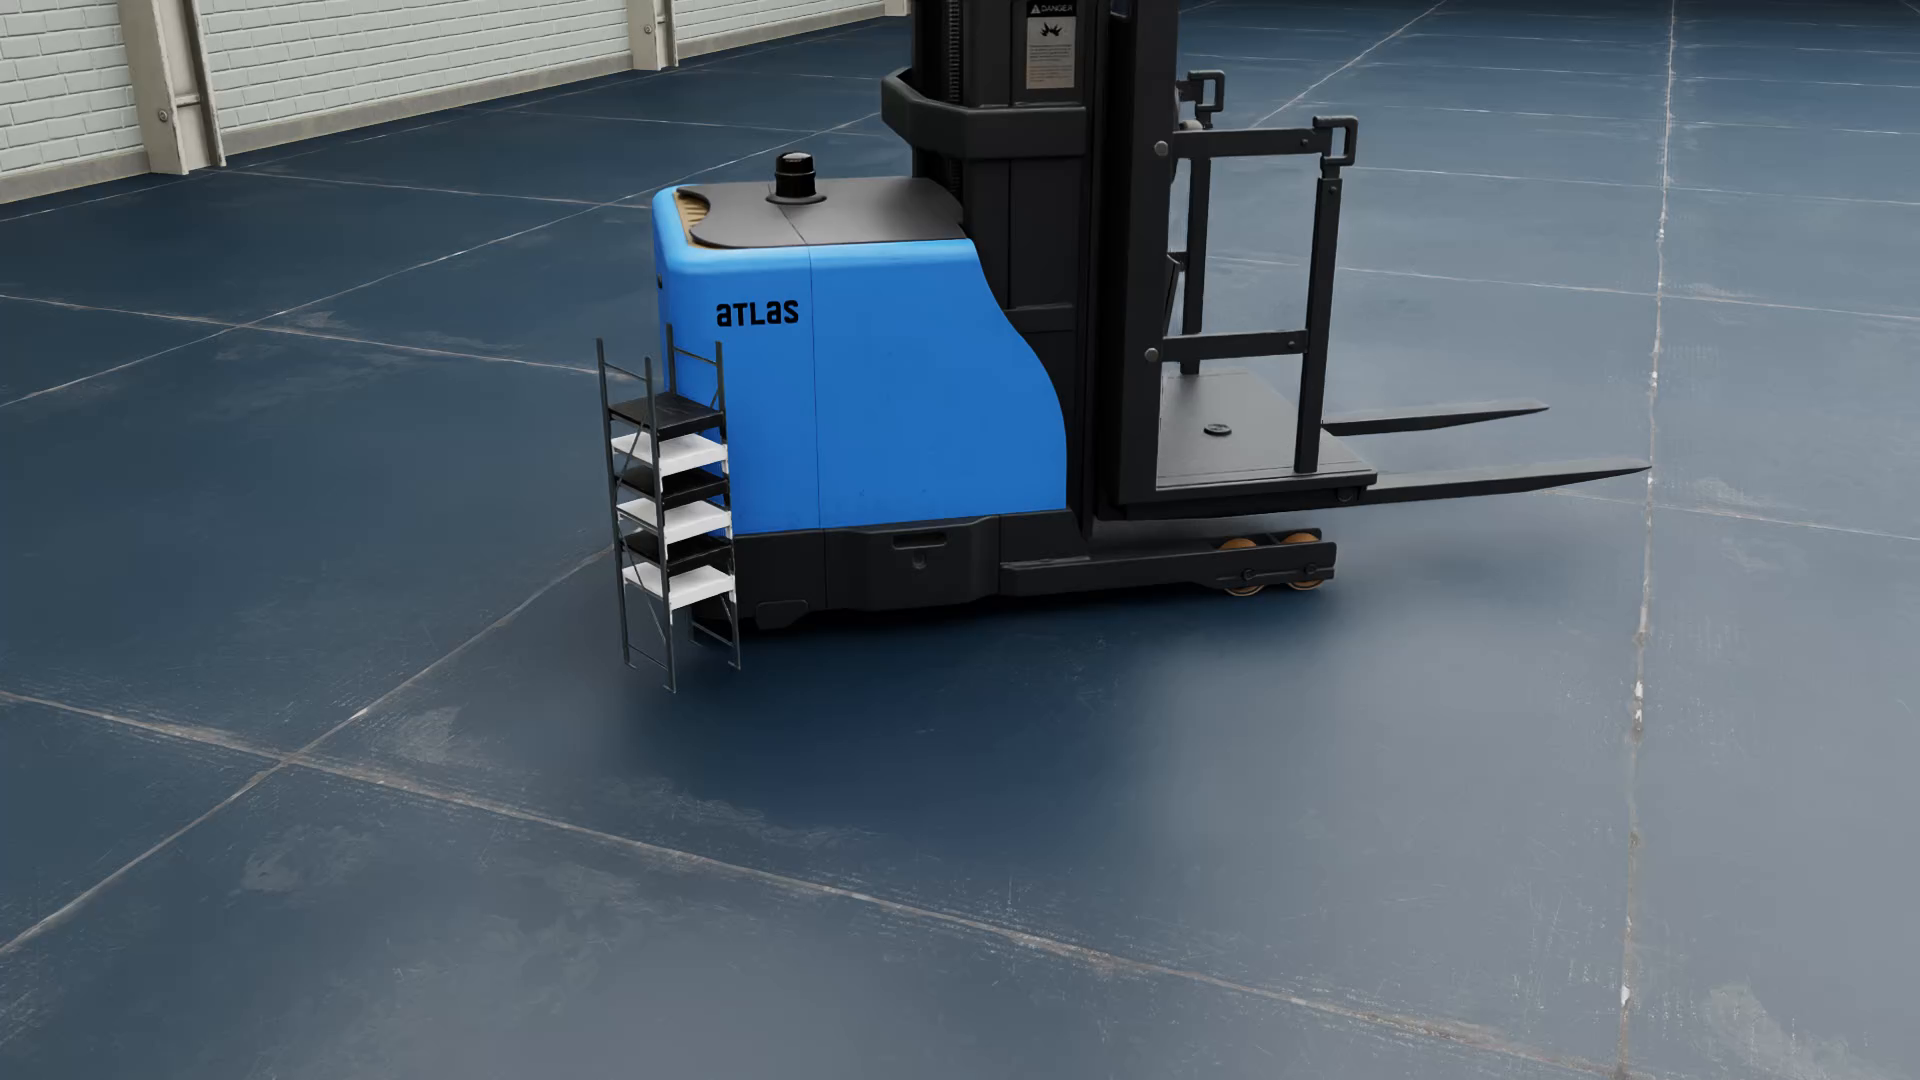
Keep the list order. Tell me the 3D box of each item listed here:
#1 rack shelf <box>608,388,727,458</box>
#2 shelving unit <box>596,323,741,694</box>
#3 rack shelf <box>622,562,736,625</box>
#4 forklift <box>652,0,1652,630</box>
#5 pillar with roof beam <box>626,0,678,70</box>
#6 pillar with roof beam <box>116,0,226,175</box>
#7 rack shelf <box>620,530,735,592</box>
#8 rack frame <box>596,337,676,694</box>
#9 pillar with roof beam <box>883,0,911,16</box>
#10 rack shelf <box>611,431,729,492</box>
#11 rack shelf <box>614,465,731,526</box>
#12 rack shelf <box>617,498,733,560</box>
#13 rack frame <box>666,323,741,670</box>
[{"bbox_3d":[-0.742,-0.296,4.178,0.200,0.077,0.258,-19,30,-39],"label":"rack shelf"},{"bbox_3d":[-0.742,-0.078,4.269,0.210,0.900,0.258,-19,30,-39],"label":"shelving unit"},{"bbox_3d":[-0.742,0.119,4.351,0.200,0.077,0.258,-19,30,-39],"label":"rack shelf"},{"bbox_3d":[0.630,-1.381,4.754,3.031,2.935,1.130,-5,23,-11],"label":"forklift"},{"bbox_3d":[0.982,-8.206,13.221,9.100,9.000,0.400,9,24,20],"label":"pillar with roof beam"},{"bbox_3d":[-1.247,-6.059,8.080,9.100,9.000,0.400,9,24,20],"label":"pillar with roof beam"},{"bbox_3d":[-0.742,0.036,4.317,0.200,0.077,0.258,-19,30,-39],"label":"rack shelf"},{"bbox_3d":[-0.817,-0.051,4.206,0.006,0.900,0.240,-19,30,-39],"label":"rack frame"},{"bbox_3d":[3.211,-10.353,18.361,9.100,9.000,0.400,9,24,20],"label":"pillar with roof beam"},{"bbox_3d":[-0.742,-0.213,4.213,0.200,0.077,0.258,-19,30,-39],"label":"rack shelf"},{"bbox_3d":[-0.742,-0.130,4.247,0.200,0.077,0.258,-19,30,-39],"label":"rack shelf"},{"bbox_3d":[-0.742,-0.047,4.282,0.200,0.077,0.258,-19,30,-39],"label":"rack shelf"},{"bbox_3d":[-0.667,-0.104,4.332,0.006,0.900,0.240,-19,30,-39],"label":"rack frame"}]
